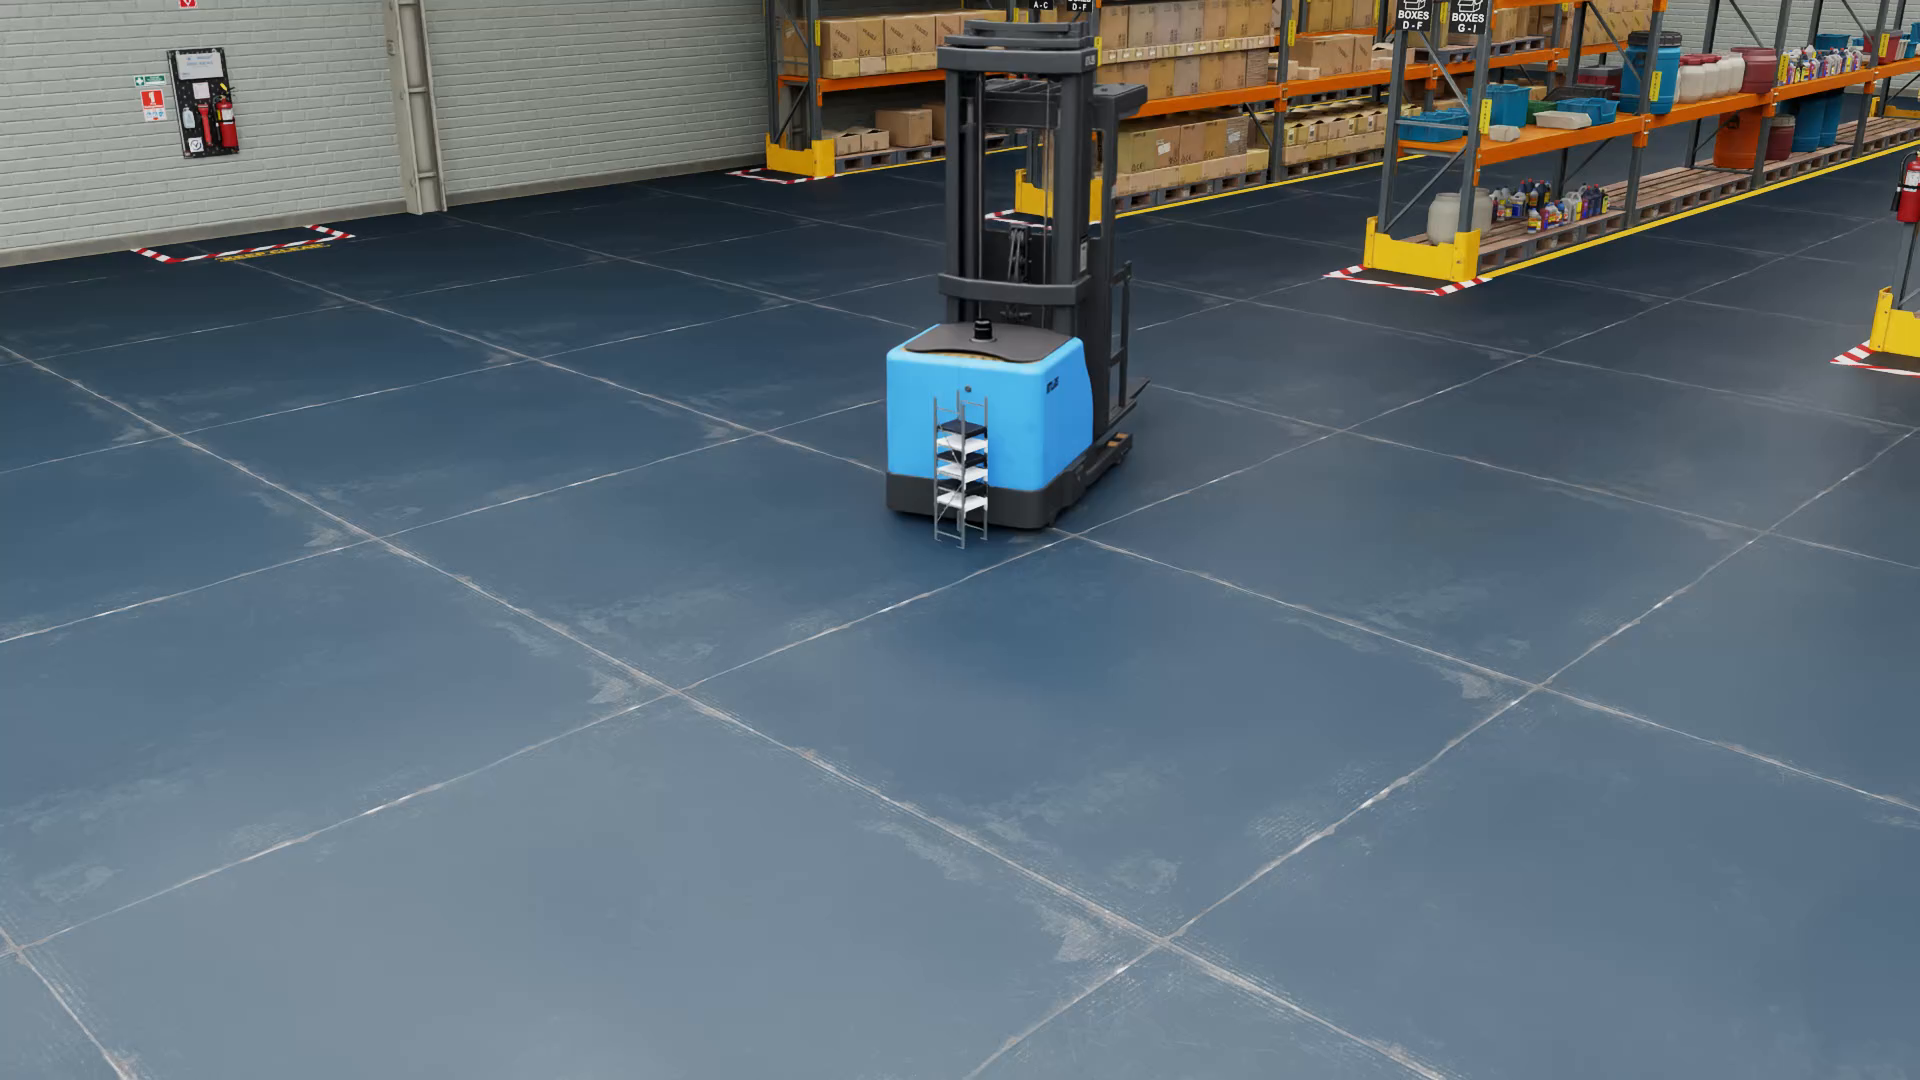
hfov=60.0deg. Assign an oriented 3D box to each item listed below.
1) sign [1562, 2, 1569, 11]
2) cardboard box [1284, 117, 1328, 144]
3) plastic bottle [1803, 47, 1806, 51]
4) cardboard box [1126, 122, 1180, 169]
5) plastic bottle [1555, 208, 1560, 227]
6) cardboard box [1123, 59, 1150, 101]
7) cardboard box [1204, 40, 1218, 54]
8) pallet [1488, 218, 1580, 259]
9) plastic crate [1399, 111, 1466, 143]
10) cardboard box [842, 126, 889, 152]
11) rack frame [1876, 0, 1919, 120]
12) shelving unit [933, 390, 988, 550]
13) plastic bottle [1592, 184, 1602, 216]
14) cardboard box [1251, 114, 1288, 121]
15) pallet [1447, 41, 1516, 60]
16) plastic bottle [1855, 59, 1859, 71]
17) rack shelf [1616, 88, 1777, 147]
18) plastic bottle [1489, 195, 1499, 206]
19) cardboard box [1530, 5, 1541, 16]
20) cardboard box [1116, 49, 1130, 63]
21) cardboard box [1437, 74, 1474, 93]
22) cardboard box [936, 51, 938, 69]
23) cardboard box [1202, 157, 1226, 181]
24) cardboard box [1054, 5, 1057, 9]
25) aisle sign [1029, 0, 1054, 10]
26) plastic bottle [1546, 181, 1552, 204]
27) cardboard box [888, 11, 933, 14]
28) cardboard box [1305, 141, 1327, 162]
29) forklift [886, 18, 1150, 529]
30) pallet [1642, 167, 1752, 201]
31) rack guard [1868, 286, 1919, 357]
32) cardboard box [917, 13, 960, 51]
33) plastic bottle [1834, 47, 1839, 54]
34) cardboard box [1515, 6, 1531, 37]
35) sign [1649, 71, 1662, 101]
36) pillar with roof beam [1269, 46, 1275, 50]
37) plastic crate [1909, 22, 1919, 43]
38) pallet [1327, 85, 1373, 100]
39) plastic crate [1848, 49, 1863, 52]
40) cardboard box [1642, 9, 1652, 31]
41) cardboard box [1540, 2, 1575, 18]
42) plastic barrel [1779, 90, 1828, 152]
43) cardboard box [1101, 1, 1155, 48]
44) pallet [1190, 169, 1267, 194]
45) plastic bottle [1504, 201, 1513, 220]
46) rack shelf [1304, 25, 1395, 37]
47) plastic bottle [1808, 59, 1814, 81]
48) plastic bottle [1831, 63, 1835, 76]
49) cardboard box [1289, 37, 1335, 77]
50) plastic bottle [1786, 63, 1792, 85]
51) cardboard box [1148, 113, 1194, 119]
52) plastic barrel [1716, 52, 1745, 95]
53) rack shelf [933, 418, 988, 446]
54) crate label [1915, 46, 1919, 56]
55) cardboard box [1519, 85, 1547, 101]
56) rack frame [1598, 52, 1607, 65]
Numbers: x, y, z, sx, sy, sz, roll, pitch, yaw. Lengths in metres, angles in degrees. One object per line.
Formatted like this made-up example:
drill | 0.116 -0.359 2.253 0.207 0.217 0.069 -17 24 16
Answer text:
sign | 9.990 -8.895 27.423 0.100 0.325 0.005 19 28 41
cardboard box | 4.829 -5.782 23.402 0.500 0.311 0.500 19 28 40
plastic bottle | 12.575 -7.210 24.815 0.061 0.283 0.133 19 28 41
cardboard box | 2.440 -5.014 21.140 0.500 0.500 0.500 19 28 41
plastic bottle | 6.632 -3.594 18.531 0.097 0.201 0.097 0 21 0
cardboard box | 1.917 -5.708 20.604 0.500 0.500 0.700 -19 28 -41
cardboard box | 3.086 -6.336 21.335 0.250 0.149 0.380 -19 28 -41
pallet | 6.206 -3.417 18.670 1.003 0.211 1.213 19 28 41
plastic crate | 4.900 -4.302 17.292 0.499 0.251 0.616 19 28 41
cardboard box | -1.388 -5.899 24.376 0.500 0.311 0.500 -17 27 -38
rack frame | 15.927 -8.280 27.437 1.000 3.000 0.127 19 28 41
shelving unit | 0.004 -0.419 9.910 0.258 0.900 0.210 18 27 38
plastic bottle | 7.313 -3.927 19.189 0.144 0.351 0.185 18 28 39
cardboard box | 4.445 -5.922 23.766 0.500 0.311 0.500 -19 28 -41
pallet | 8.153 -7.876 26.652 1.003 0.211 1.213 19 28 41
plastic bottle | 13.032 -6.940 24.228 0.097 0.201 0.097 0 21 0
rack shelf | 8.951 -5.374 20.878 1.077 0.370 4.000 19 28 41
plastic bottle | 6.025 -3.777 18.903 0.152 0.276 0.135 18 28 39
cardboard box | 9.758 -9.201 28.299 0.500 0.500 0.500 19 28 41
cardboard box | 1.829 -5.873 20.130 0.380 0.149 0.250 18 28 39
cardboard box | 8.031 -7.432 27.055 0.500 0.250 0.500 19 28 40
cardboard box | -0.349 -7.158 24.697 0.500 0.250 0.500 19 28 40
cardboard box | 3.148 -4.917 21.933 0.500 0.250 0.500 19 28 41
cardboard box | 1.669 -8.368 26.913 0.500 0.500 0.700 -16 26 -35
aisle sign | 0.963 -6.678 19.645 0.394 0.787 0.004 19 28 41
plastic bottle | 7.019 -4.155 19.894 0.097 0.271 0.097 0 21 0
cardboard box | -0.735 -7.637 24.900 0.500 0.500 0.500 -19 28 -41
cardboard box | 4.826 -5.522 23.507 0.500 0.250 0.500 -19 28 -41
forklift | 0.560 -1.930 11.012 1.130 2.935 3.031 8 23 20
pallet | 9.778 -4.733 22.094 1.003 0.211 1.213 19 28 41
rack guard | 8.367 -1.781 14.010 1.175 0.500 0.348 19 28 41
cardboard box | -0.354 -7.509 24.566 0.500 0.500 0.500 18 28 39
plastic bottle | 12.627 -6.947 24.036 0.144 0.351 0.185 19 28 41
cardboard box | 9.100 -8.670 27.725 0.700 0.500 0.500 9 23 23
sign | 7.942 -5.184 18.996 0.100 0.325 0.005 19 28 41
pillar with roof beam | 8.992 -11.851 28.364 9.100 9.000 0.400 19 28 41
plastic crate | 15.827 -8.192 27.074 0.616 0.435 0.499 19 28 41
pallet | 7.476 -8.921 32.990 1.003 0.211 1.213 19 28 41
plastic crate | 13.725 -7.507 25.724 0.437 0.125 0.590 19 28 41
cardboard box | 12.263 -9.384 30.170 0.500 0.500 0.500 -19 28 -40
cardboard box | 10.121 -9.057 27.924 0.500 0.500 0.500 -19 28 -41
plastic barrel | 12.251 -6.151 24.236 0.600 0.901 0.708 19 28 41
cardboard box | 1.954 -6.327 20.408 0.700 0.500 0.500 18 28 39
pallet | 3.425 -4.941 22.635 1.003 0.211 1.213 19 28 41
plastic bottle | 6.254 -3.767 18.980 0.097 0.201 0.097 0 21 0
rack shelf | 7.434 -9.910 32.679 1.077 0.370 4.000 19 28 41
plastic bottle | 11.719 -6.485 22.929 0.061 0.283 0.133 19 28 41
plastic bottle | 12.332 -6.682 23.556 0.097 0.201 0.097 0 21 0
cardboard box | 4.924 -6.812 23.477 0.500 0.500 0.500 -18 27 -38
plastic bottle | 11.142 -6.273 22.376 0.061 0.283 0.133 19 28 41
cardboard box | 2.764 -5.401 22.147 0.500 0.500 0.500 19 28 41
plastic barrel | 9.782 -5.958 21.239 0.421 0.512 0.421 0 21 0
rack shelf | 0.004 -0.640 9.825 0.258 0.077 0.200 18 27 38
crate label | 15.099 -7.782 26.423 0.396 0.136 0.243 19 28 41
cardboard box | 9.451 -7.333 27.842 0.500 0.500 0.500 19 28 40
rack frame | 12.381 -9.521 30.665 1.000 3.000 0.127 19 28 41
